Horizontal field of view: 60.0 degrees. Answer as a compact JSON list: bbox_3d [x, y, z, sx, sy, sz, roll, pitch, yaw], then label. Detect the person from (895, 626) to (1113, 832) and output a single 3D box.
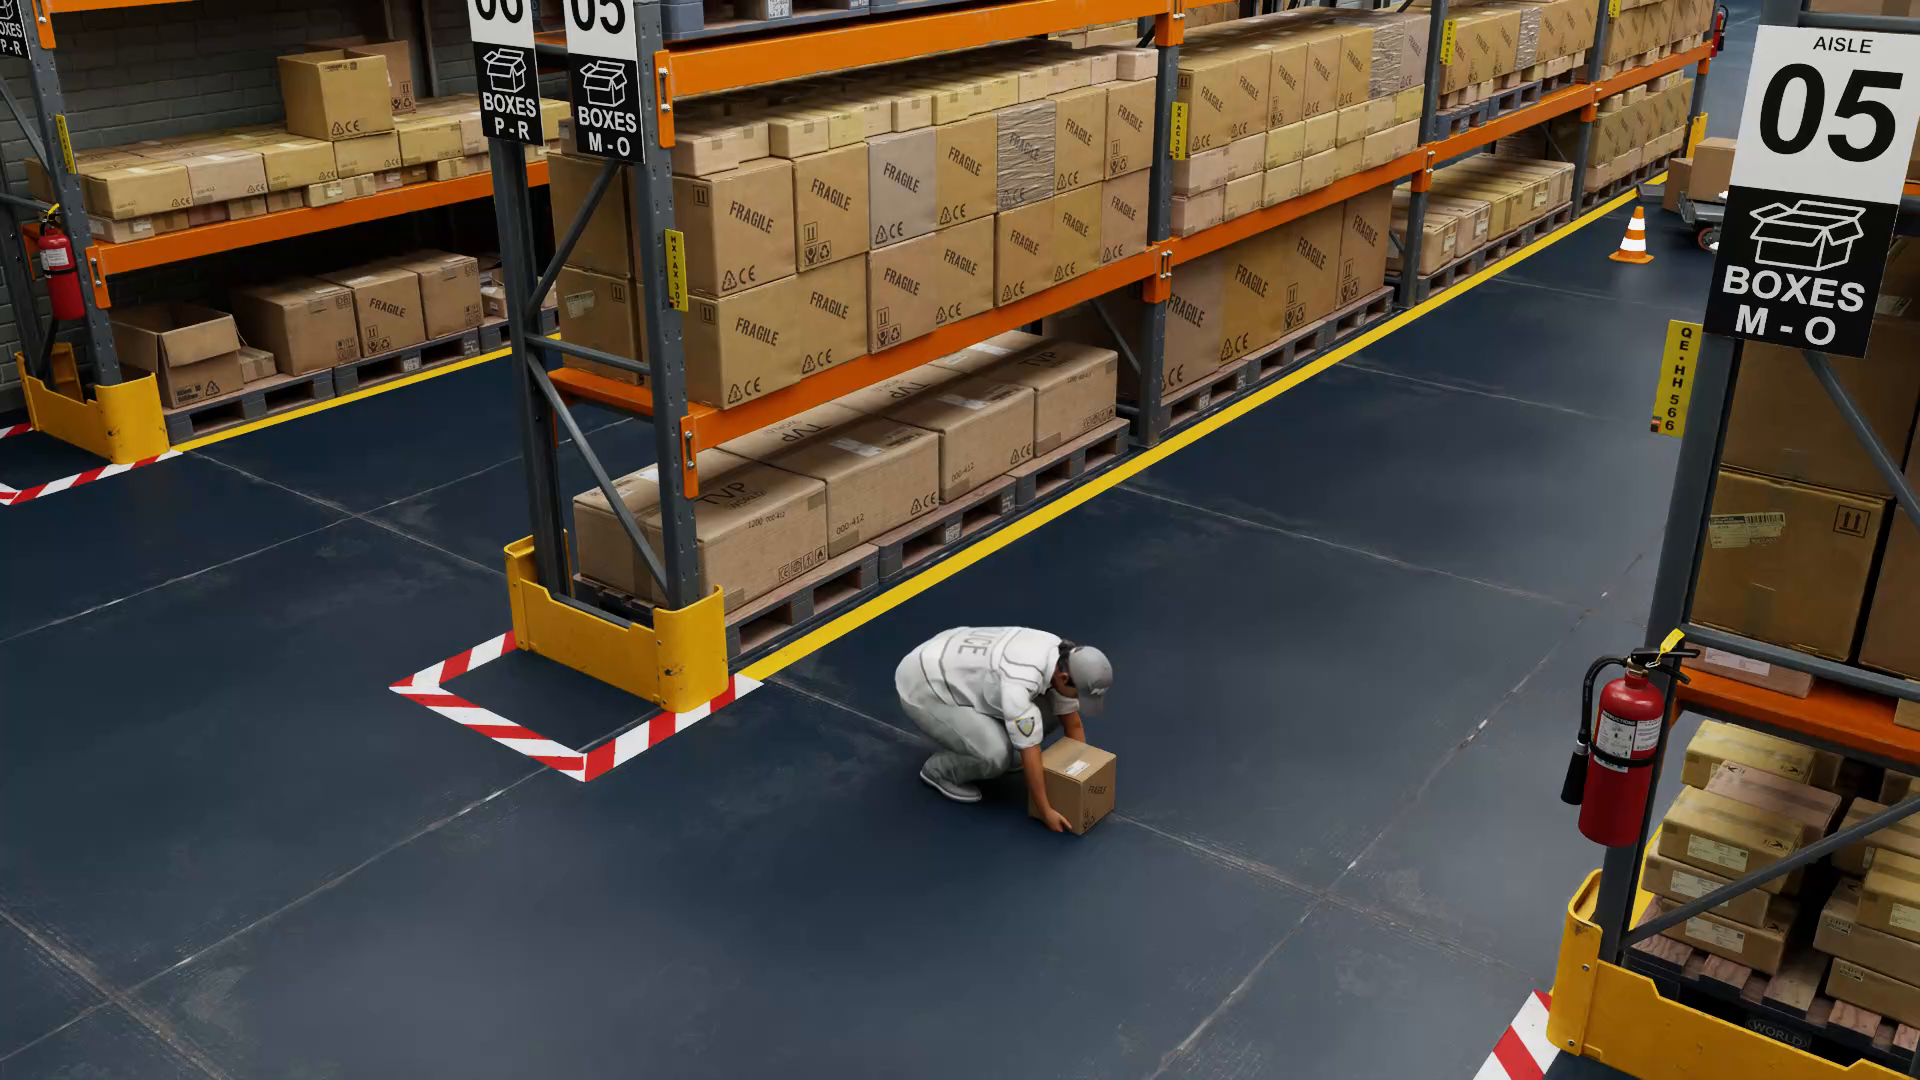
[{"bbox_3d":[0.183,0.706,6.716,0.910,0.795,0.522,16,28,33],"label":"person"}]
